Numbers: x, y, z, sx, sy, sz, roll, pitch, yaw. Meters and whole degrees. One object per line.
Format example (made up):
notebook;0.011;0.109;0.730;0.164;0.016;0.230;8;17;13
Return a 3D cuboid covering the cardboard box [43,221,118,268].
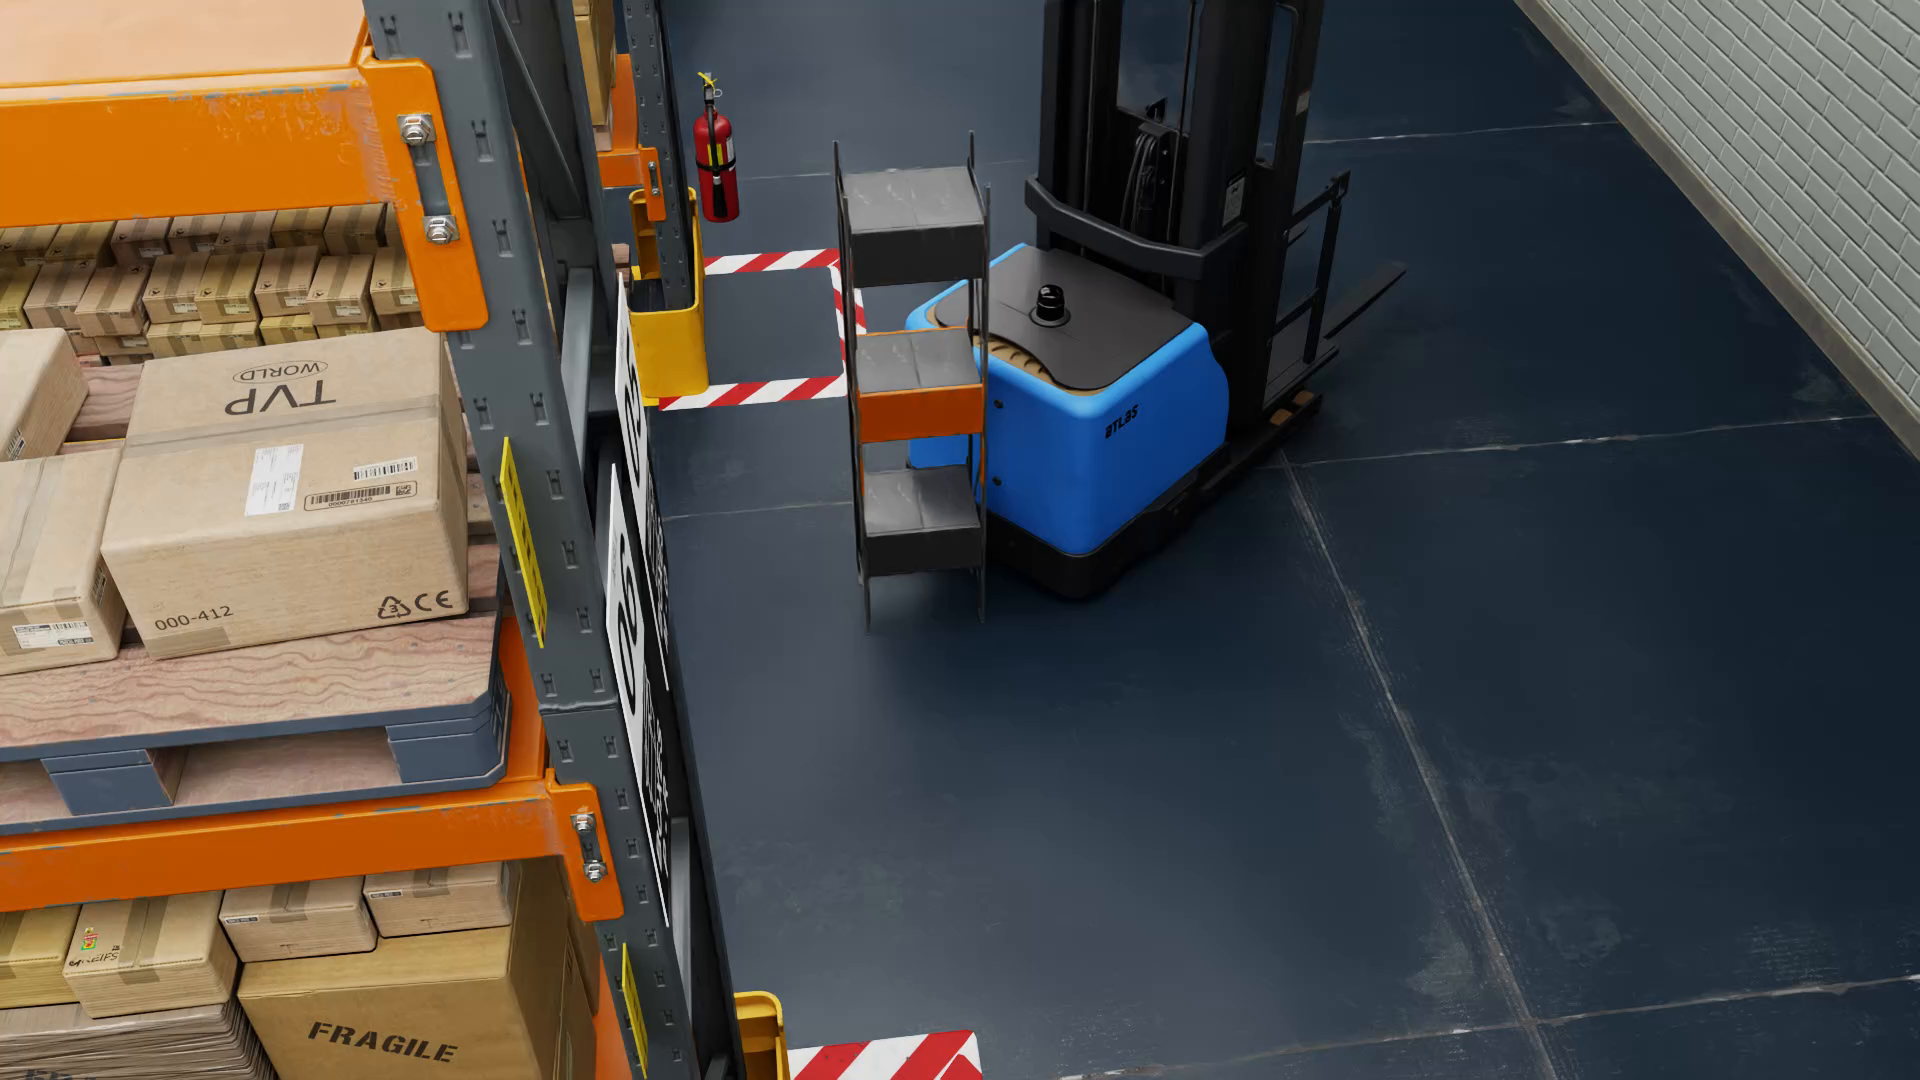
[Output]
cardboard box;-4.306;-1.440;8.193;0.250;0.149;0.380;-4;42;-4

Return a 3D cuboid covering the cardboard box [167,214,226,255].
cardboard box;-3.783;-1.557;8.322;0.250;0.149;0.380;-6;42;-7

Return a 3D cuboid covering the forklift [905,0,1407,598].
forklift;1.105;-1.751;7.218;1.130;2.935;3.031;30;50;29

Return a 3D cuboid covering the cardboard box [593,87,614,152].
cardboard box;-1.707;-1.911;7.531;0.250;0.149;0.380;-5;42;-5

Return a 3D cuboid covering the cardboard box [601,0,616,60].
cardboard box;-1.901;-2.512;7.714;0.500;0.500;0.500;-3;42;-3

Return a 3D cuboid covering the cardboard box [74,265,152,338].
cardboard box;-3.974;-1.128;7.847;0.250;0.149;0.380;-4;42;-5

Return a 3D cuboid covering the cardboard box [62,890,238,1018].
cardboard box;-1.502;0.690;3.155;0.250;0.149;0.380;-5;42;-6

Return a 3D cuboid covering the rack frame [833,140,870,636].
rack frame;-0.415;-0.508;6.460;0.015;2.100;0.400;-6;42;-6

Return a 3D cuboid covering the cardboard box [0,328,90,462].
cardboard box;-1.787;-0.213;3.022;0.250;0.149;0.380;-4;42;-4

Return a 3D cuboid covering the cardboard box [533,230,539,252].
cardboard box;-2.169;-1.340;8.082;0.250;0.149;0.380;-4;42;-5

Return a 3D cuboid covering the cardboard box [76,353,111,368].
cardboard box;-4.235;-0.923;8.063;0.250;0.149;0.380;-6;42;-6

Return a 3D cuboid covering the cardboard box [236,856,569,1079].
cardboard box;-1.125;0.850;3.462;0.500;0.500;0.500;-4;42;-4

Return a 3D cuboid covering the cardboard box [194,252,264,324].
cardboard box;-3.465;-1.202;7.929;0.250;0.149;0.380;-5;42;-5

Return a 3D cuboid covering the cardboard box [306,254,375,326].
cardboard box;-2.933;-1.193;7.919;0.250;0.149;0.380;-4;42;-4

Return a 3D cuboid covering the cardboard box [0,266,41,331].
cardboard box;-4.493;-1.122;7.841;0.250;0.149;0.380;-6;42;-6

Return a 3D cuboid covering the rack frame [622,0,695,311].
rack frame;-1.420;-2.220;7.687;0.127;3.000;1.000;-5;42;-6

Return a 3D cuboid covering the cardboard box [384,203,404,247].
cardboard box;-2.743;-1.601;8.372;0.250;0.149;0.380;-7;43;-8

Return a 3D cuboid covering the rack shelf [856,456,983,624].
rack shelf;-0.173;-0.001;6.964;0.480;0.518;0.431;-6;42;-6

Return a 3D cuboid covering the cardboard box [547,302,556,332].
cardboard box;-1.906;-1.192;8.140;0.250;0.149;0.380;-6;42;-7

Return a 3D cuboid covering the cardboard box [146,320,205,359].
cardboard box;-3.707;-1.036;7.967;0.250;0.149;0.380;-5;42;-6

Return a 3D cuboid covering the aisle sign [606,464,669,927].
aisle sign;-0.566;0.293;2.960;0.004;0.787;0.394;-5;42;-6

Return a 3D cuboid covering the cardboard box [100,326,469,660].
cardboard box;-1.113;-0.094;2.814;0.500;0.250;0.500;-9;43;-9

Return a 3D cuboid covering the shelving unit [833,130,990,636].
shelving unit;-0.173;-0.531;6.486;0.503;2.100;0.431;-6;42;-6

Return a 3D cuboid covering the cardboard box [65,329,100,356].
cardboard box;-4.241;-1.048;7.980;0.250;0.149;0.380;-7;43;-8

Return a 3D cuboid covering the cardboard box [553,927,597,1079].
cardboard box;-1.122;1.239;3.777;0.500;0.500;0.500;-5;42;-5

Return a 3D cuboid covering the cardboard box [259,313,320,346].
cardboard box;-3.190;-1.083;8.019;0.250;0.149;0.380;-3;42;-3

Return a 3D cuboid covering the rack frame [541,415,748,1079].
rack frame;-0.678;1.059;4.052;0.127;3.000;1.000;-5;42;-6

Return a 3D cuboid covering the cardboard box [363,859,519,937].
cardboard box;-1.008;0.574;3.284;0.250;0.149;0.380;-4;42;-5

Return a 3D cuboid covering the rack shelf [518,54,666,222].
rack shelf;-3.403;-1.779;7.735;4.000;0.370;1.077;-5;42;-6

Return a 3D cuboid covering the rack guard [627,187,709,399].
rack guard;-1.495;-1.285;8.517;0.348;0.500;1.175;-5;42;-6

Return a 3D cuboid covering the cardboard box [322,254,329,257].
cardboard box;-3.266;-1.399;8.370;0.250;0.149;0.380;-3;42;-3

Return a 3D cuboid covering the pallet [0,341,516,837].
pallet;-1.412;0.049;2.998;1.213;0.211;1.003;-5;42;-6

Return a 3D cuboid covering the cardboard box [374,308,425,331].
cardboard box;-2.701;-1.191;8.139;0.250;0.149;0.380;-5;42;-6

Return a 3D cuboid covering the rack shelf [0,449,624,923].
rack shelf;-2.661;0.386;3.096;4.000;0.370;1.077;-5;42;-6

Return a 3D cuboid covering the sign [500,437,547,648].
sign;-0.621;0.007;2.376;0.005;0.325;0.100;-5;42;-6

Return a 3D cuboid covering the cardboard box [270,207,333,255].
cardboard box;-3.286;-1.591;8.360;0.250;0.149;0.380;-4;42;-5

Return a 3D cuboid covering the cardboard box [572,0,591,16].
cardboard box;-1.842;-2.534;6.992;0.500;0.500;0.500;-6;42;-6

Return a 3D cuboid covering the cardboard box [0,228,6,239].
cardboard box;-4.819;-1.443;8.196;0.250;0.149;0.380;-5;42;-5
